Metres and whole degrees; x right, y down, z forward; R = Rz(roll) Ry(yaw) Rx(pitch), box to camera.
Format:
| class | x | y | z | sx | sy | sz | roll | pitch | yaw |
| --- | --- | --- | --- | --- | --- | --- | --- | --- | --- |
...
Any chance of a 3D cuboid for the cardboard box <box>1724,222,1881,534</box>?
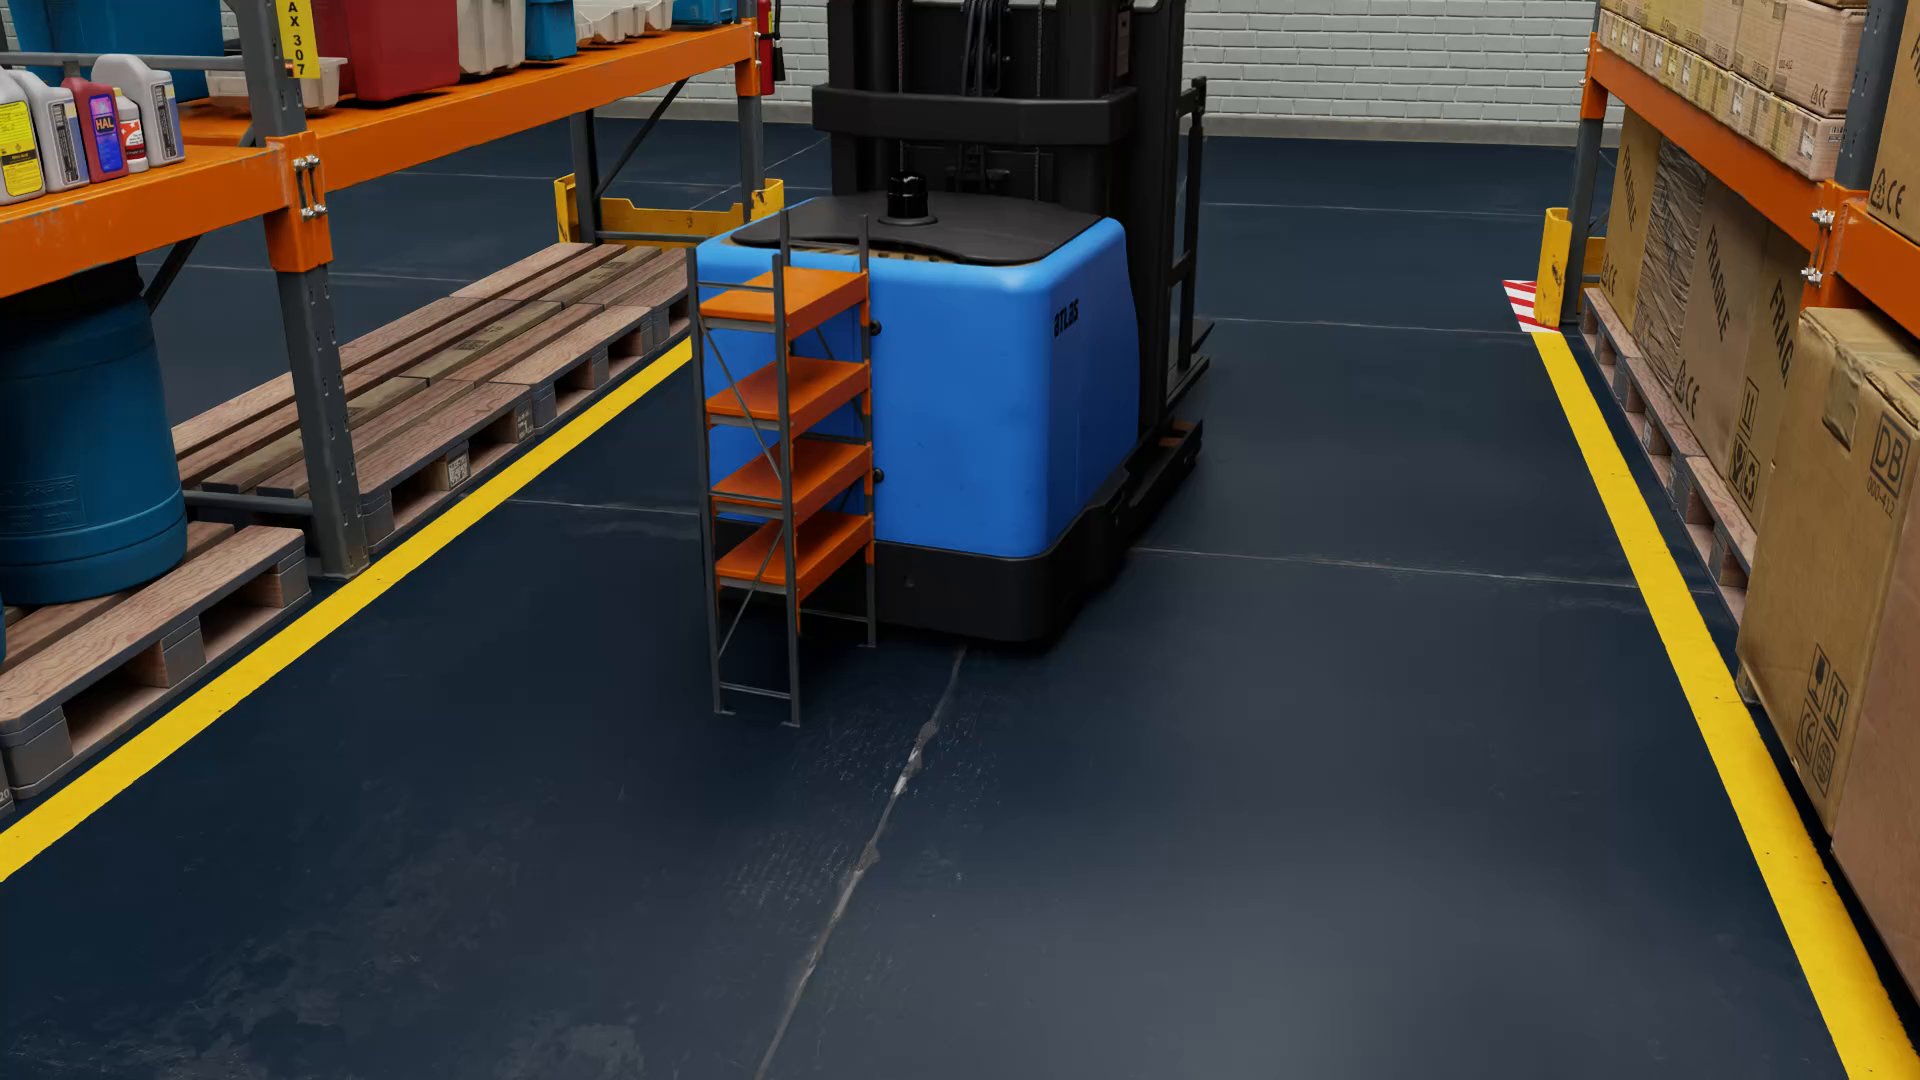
| class | x | y | z | sx | sy | sz | roll | pitch | yaw |
| --- | --- | --- | --- | --- | --- | --- | --- | --- | --- |
| cardboard box | 2.737 | -0.390 | 4.588 | 0.875 | 0.875 | 0.875 | 4 | 22 | 11 |

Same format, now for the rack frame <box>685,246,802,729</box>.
| class | x | y | z | sx | sy | sz | roll | pitch | yaw |
| --- | --- | --- | --- | --- | --- | --- | --- | --- | --- |
| rack frame | -0.513 | -0.099 | 3.994 | 0.240 | 1.200 | 0.015 | 8 | 23 | 19 |

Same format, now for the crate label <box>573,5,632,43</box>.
| class | x | y | z | sx | sy | sz | roll | pitch | yaw |
| --- | --- | --- | --- | --- | --- | --- | --- | --- | --- |
| crate label | -1.603 | -2.171 | 7.001 | 0.396 | 0.136 | 0.243 | 4 | 22 | 11 |

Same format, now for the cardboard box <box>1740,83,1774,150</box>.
| class | x | y | z | sx | sy | sz | roll | pitch | yaw |
| --- | --- | --- | --- | --- | --- | --- | --- | --- | --- |
| cardboard box | 2.371 | -1.153 | 4.538 | 0.380 | 0.149 | 0.250 | 4 | 22 | 10 |

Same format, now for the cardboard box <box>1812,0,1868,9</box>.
| class | x | y | z | sx | sy | sz | roll | pitch | yaw |
| --- | --- | --- | --- | --- | --- | --- | --- | --- | --- |
| cardboard box | 2.357 | -1.550 | 3.986 | 0.500 | 0.500 | 0.500 | 5 | 22 | 12 |

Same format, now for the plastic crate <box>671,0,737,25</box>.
| class | x | y | z | sx | sy | sz | roll | pitch | yaw |
| --- | --- | --- | --- | --- | --- | --- | --- | --- | --- |
| plastic crate | -1.394 | -2.693 | 7.898 | 0.616 | 0.435 | 0.499 | 4 | 22 | 11 |

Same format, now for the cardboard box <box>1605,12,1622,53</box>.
| class | x | y | z | sx | sy | sz | roll | pitch | yaw |
| --- | --- | --- | --- | --- | --- | --- | --- | --- | --- |
| cardboard box | 2.894 | -2.093 | 6.872 | 0.380 | 0.149 | 0.250 | 4 | 22 | 10 |

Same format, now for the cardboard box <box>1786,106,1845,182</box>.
| class | x | y | z | sx | sy | sz | roll | pitch | yaw |
| --- | --- | --- | --- | --- | --- | --- | --- | --- | --- |
| cardboard box | 2.266 | -0.965 | 4.071 | 0.380 | 0.149 | 0.250 | 5 | 22 | 11 |

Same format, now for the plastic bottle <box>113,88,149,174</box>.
| class | x | y | z | sx | sy | sz | roll | pitch | yaw |
| --- | --- | --- | --- | --- | --- | --- | --- | --- | --- |
| plastic bottle | -2.085 | -1.017 | 4.131 | 0.097 | 0.201 | 0.097 | 0 | 22 | 0 |

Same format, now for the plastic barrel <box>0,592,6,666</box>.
| class | x | y | z | sx | sy | sz | roll | pitch | yaw |
| --- | --- | --- | --- | --- | --- | --- | --- | --- | --- |
| plastic barrel | -2.596 | -0.088 | 3.803 | 0.600 | 0.901 | 0.708 | 4 | 22 | 11 |

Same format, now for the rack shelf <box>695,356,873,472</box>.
| class | x | y | z | sx | sy | sz | roll | pitch | yaw |
| --- | --- | --- | --- | --- | --- | --- | --- | --- | --- |
| rack shelf | -0.429 | -0.330 | 4.148 | 0.258 | 0.148 | 0.480 | 8 | 23 | 19 |

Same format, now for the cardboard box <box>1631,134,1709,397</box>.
| class | x | y | z | sx | sy | sz | roll | pitch | yaw |
| --- | --- | --- | --- | --- | --- | --- | --- | --- | --- |
| cardboard box | 3.103 | -1.044 | 6.214 | 0.875 | 0.875 | 0.875 | 4 | 22 | 11 |

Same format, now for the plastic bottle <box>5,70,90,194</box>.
| class | x | y | z | sx | sy | sz | roll | pitch | yaw |
| --- | --- | --- | --- | --- | --- | --- | --- | --- | --- |
| plastic bottle | -2.163 | -0.963 | 3.895 | 0.152 | 0.276 | 0.135 | 4 | 22 | 11 |

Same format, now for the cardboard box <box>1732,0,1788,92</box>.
| class | x | y | z | sx | sy | sz | roll | pitch | yaw |
| --- | --- | --- | --- | --- | --- | --- | --- | --- | --- |
| cardboard box | 2.461 | -1.385 | 4.579 | 0.500 | 0.250 | 0.500 | 5 | 23 | 13 |

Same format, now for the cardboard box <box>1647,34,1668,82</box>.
| class | x | y | z | sx | sy | sz | roll | pitch | yaw |
| --- | --- | --- | --- | --- | --- | --- | --- | --- | --- |
| cardboard box | 2.685 | -1.717 | 5.937 | 0.380 | 0.149 | 0.250 | 4 | 22 | 10 |

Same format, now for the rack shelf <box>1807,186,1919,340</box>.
| class | x | y | z | sx | sy | sz | roll | pitch | yaw |
| --- | --- | --- | --- | --- | --- | --- | --- | --- | --- |
| rack shelf | 2.116 | 0.120 | 2.004 | 1.077 | 0.370 | 4.000 | 4 | 22 | 11 |

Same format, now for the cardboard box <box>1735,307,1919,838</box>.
| class | x | y | z | sx | sy | sz | roll | pitch | yaw |
| --- | --- | --- | --- | --- | --- | --- | --- | --- | --- |
| cardboard box | 2.413 | 0.081 | 3.419 | 1.225 | 0.875 | 0.875 | 5 | 22 | 11 |

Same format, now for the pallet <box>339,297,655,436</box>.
| class | x | y | z | sx | sy | sz | roll | pitch | yaw |
| --- | --- | --- | --- | --- | --- | --- | --- | --- | --- |
| pallet | -1.965 | -0.749 | 6.930 | 1.003 | 0.211 | 1.213 | 4 | 22 | 11 |

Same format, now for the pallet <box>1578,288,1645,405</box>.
| class | x | y | z | sx | sy | sz | roll | pitch | yaw |
| --- | --- | --- | --- | --- | --- | --- | --- | --- | --- |
| pallet | 3.254 | -0.816 | 7.098 | 1.003 | 0.211 | 1.213 | 4 | 22 | 11 |

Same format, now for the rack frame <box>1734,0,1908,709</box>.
| class | x | y | z | sx | sy | sz | roll | pitch | yaw |
| --- | --- | --- | --- | --- | --- | --- | --- | --- | --- |
| rack frame | 2.525 | -0.945 | 3.686 | 1.000 | 3.000 | 0.127 | 4 | 22 | 11 |

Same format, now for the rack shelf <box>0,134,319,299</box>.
| class | x | y | z | sx | sy | sz | roll | pitch | yaw |
| --- | --- | --- | --- | --- | --- | --- | --- | --- | --- |
| rack shelf | -2.732 | -0.258 | 2.941 | 1.077 | 0.370 | 4.000 | 4 | 22 | 11 |

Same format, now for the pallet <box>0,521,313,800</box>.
| class | x | y | z | sx | sy | sz | roll | pitch | yaw |
| --- | --- | --- | --- | --- | --- | --- | --- | --- | --- |
| pallet | -2.523 | 0.250 | 4.451 | 1.003 | 0.211 | 1.213 | 4 | 22 | 11 |

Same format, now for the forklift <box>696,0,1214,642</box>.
| class | x | y | z | sx | sy | sz | roll | pitch | yaw |
| --- | --- | --- | --- | --- | --- | --- | --- | --- | --- |
| forklift | 0.240 | -1.604 | 5.414 | 1.130 | 2.935 | 3.031 | 8 | 23 | 19 |

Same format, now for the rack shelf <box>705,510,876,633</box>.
| class | x | y | z | sx | sy | sz | roll | pitch | yaw |
| --- | --- | --- | --- | --- | --- | --- | --- | --- | --- |
| rack shelf | -0.429 | 0.062 | 4.306 | 0.258 | 0.148 | 0.480 | 8 | 23 | 19 |

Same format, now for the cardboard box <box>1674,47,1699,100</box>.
| class | x | y | z | sx | sy | sz | roll | pitch | yaw |
| --- | --- | --- | --- | --- | --- | --- | --- | --- | --- |
| cardboard box | 2.581 | -1.528 | 5.469 | 0.380 | 0.149 | 0.250 | 5 | 22 | 12 |

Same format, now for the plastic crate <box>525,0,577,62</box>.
| class | x | y | z | sx | sy | sz | roll | pitch | yaw |
| --- | --- | --- | --- | --- | --- | --- | --- | --- | --- |
| plastic crate | -1.676 | -1.965 | 6.362 | 0.416 | 0.233 | 0.300 | 4 | 22 | 11 |

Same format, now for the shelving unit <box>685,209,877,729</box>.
| class | x | y | z | sx | sy | sz | roll | pitch | yaw |
| --- | --- | --- | --- | --- | --- | --- | --- | --- | --- |
| shelving unit | -0.429 | -0.185 | 4.207 | 0.258 | 1.200 | 0.503 | 8 | 23 | 19 |

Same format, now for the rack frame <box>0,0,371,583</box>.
| class | x | y | z | sx | sy | sz | roll | pitch | yaw |
| --- | --- | --- | --- | --- | --- | --- | --- | --- | --- |
| rack frame | -2.324 | -1.323 | 4.623 | 1.000 | 3.000 | 0.127 | 4 | 22 | 11 |

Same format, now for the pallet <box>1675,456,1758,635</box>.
| class | x | y | z | sx | sy | sz | roll | pitch | yaw |
| --- | --- | --- | --- | --- | --- | --- | --- | --- | --- |
| pallet | 2.756 | 0.076 | 4.882 | 1.003 | 0.211 | 1.213 | 4 | 22 | 11 |

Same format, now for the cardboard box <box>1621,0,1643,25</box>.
| class | x | y | z | sx | sy | sz | roll | pitch | yaw |
| --- | --- | --- | --- | --- | --- | --- | --- | --- | --- |
| cardboard box | 2.879 | -2.131 | 6.432 | 0.500 | 0.250 | 0.500 | 4 | 22 | 10 |

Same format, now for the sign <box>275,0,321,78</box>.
| class | x | y | z | sx | sy | sz | roll | pitch | yaw |
| --- | --- | --- | --- | --- | --- | --- | --- | --- | --- |
| sign | -1.786 | -1.409 | 4.466 | 0.100 | 0.325 | 0.005 | 4 | 22 | 11 |

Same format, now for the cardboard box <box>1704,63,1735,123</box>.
| class | x | y | z | sx | sy | sz | roll | pitch | yaw |
| --- | --- | --- | --- | --- | --- | --- | --- | --- | --- |
| cardboard box | 2.476 | -1.342 | 5.006 | 0.380 | 0.149 | 0.250 | 5 | 22 | 12 |

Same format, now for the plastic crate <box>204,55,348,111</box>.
| class | x | y | z | sx | sy | sz | roll | pitch | yaw |
| --- | --- | --- | --- | --- | --- | --- | --- | --- | --- |
| plastic crate | -2.089 | -1.388 | 5.057 | 0.396 | 0.136 | 0.243 | 4 | 22 | 11 |

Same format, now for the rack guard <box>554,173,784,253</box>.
| class | x | y | z | sx | sy | sz | roll | pitch | yaw |
| --- | --- | --- | --- | --- | --- | --- | --- | --- | --- |
| rack guard | -1.516 | -1.636 | 8.747 | 1.175 | 0.500 | 0.348 | 4 | 22 | 11 |

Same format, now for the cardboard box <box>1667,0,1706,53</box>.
| class | x | y | z | sx | sy | sz | roll | pitch | yaw |
| --- | --- | --- | --- | --- | --- | --- | --- | --- | --- |
| cardboard box | 2.671 | -1.756 | 5.502 | 0.500 | 0.250 | 0.500 | 4 | 22 | 10 |

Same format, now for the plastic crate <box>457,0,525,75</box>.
| class | x | y | z | sx | sy | sz | roll | pitch | yaw |
| --- | --- | --- | --- | --- | --- | --- | --- | --- | --- |
| plastic crate | -1.832 | -1.840 | 5.986 | 0.437 | 0.282 | 0.530 | 4 | 22 | 11 |

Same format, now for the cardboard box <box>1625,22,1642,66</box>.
| class | x | y | z | sx | sy | sz | roll | pitch | yaw |
| --- | --- | --- | --- | --- | --- | --- | --- | --- | --- |
| cardboard box | 2.790 | -1.904 | 6.402 | 0.380 | 0.149 | 0.250 | 4 | 22 | 10 |

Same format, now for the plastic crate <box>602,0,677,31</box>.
| class | x | y | z | sx | sy | sz | roll | pitch | yaw |
| --- | --- | --- | --- | --- | --- | --- | --- | --- | --- |
| plastic crate | -1.497 | -2.379 | 7.519 | 0.396 | 0.136 | 0.243 | 4 | 22 | 11 |
